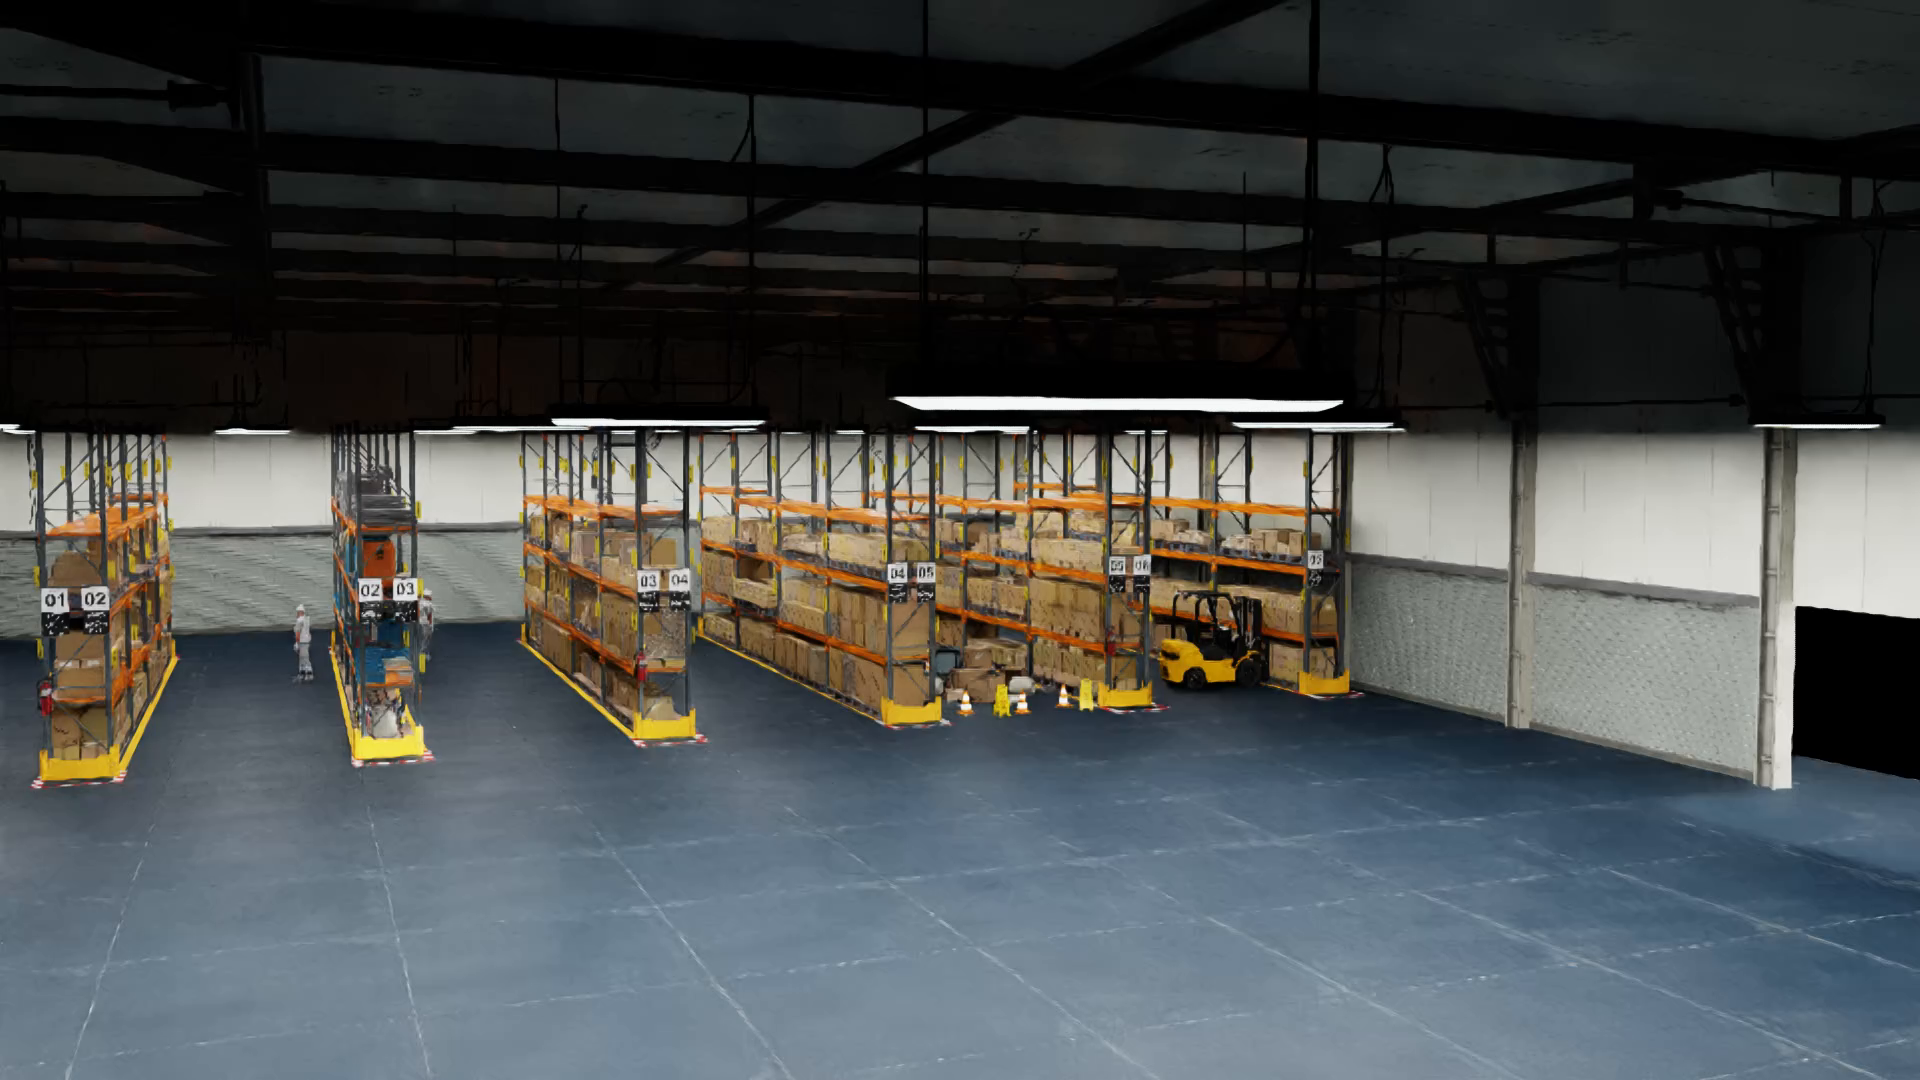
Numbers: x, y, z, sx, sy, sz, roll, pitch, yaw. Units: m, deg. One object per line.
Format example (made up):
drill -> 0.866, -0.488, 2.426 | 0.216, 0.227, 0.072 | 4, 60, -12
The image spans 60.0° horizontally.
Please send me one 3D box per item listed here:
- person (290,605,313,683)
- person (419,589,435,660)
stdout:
person -> -15.322, 2.400, 38.671 | 0.594, 1.785, 0.670 | 0, 4, -4
person -> -13.649, 2.146, 42.605 | 0.402, 1.788, 0.690 | -2, 4, -33
